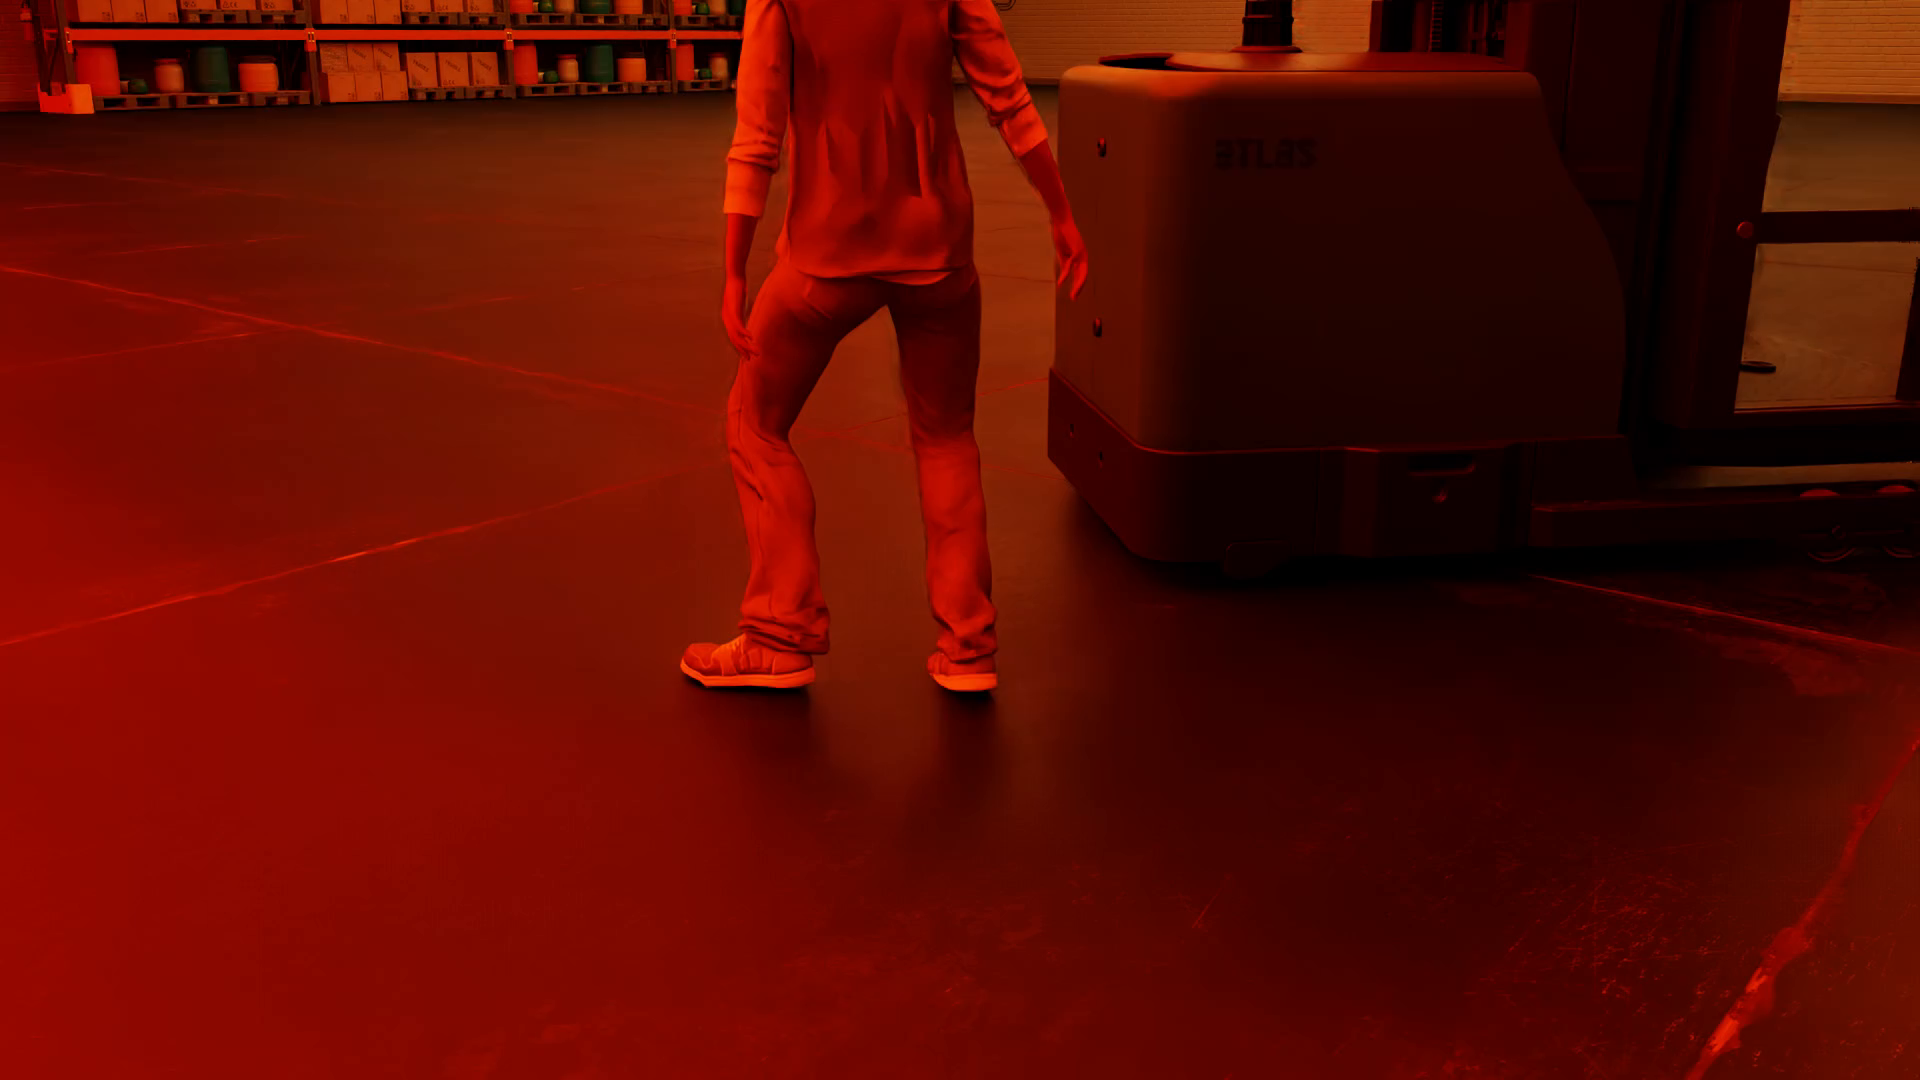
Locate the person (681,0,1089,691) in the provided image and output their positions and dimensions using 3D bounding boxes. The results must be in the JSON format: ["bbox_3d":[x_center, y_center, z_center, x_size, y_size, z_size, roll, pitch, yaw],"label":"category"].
[{"bbox_3d":[-0.140,-0.471,2.901,0.745,1.570,0.414,-4,17,-13],"label":"person"}]

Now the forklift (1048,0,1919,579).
[{"bbox_3d":[1.797,-1.500,3.838,3.031,2.935,1.130,-3,17,-9],"label":"forklift"}]
